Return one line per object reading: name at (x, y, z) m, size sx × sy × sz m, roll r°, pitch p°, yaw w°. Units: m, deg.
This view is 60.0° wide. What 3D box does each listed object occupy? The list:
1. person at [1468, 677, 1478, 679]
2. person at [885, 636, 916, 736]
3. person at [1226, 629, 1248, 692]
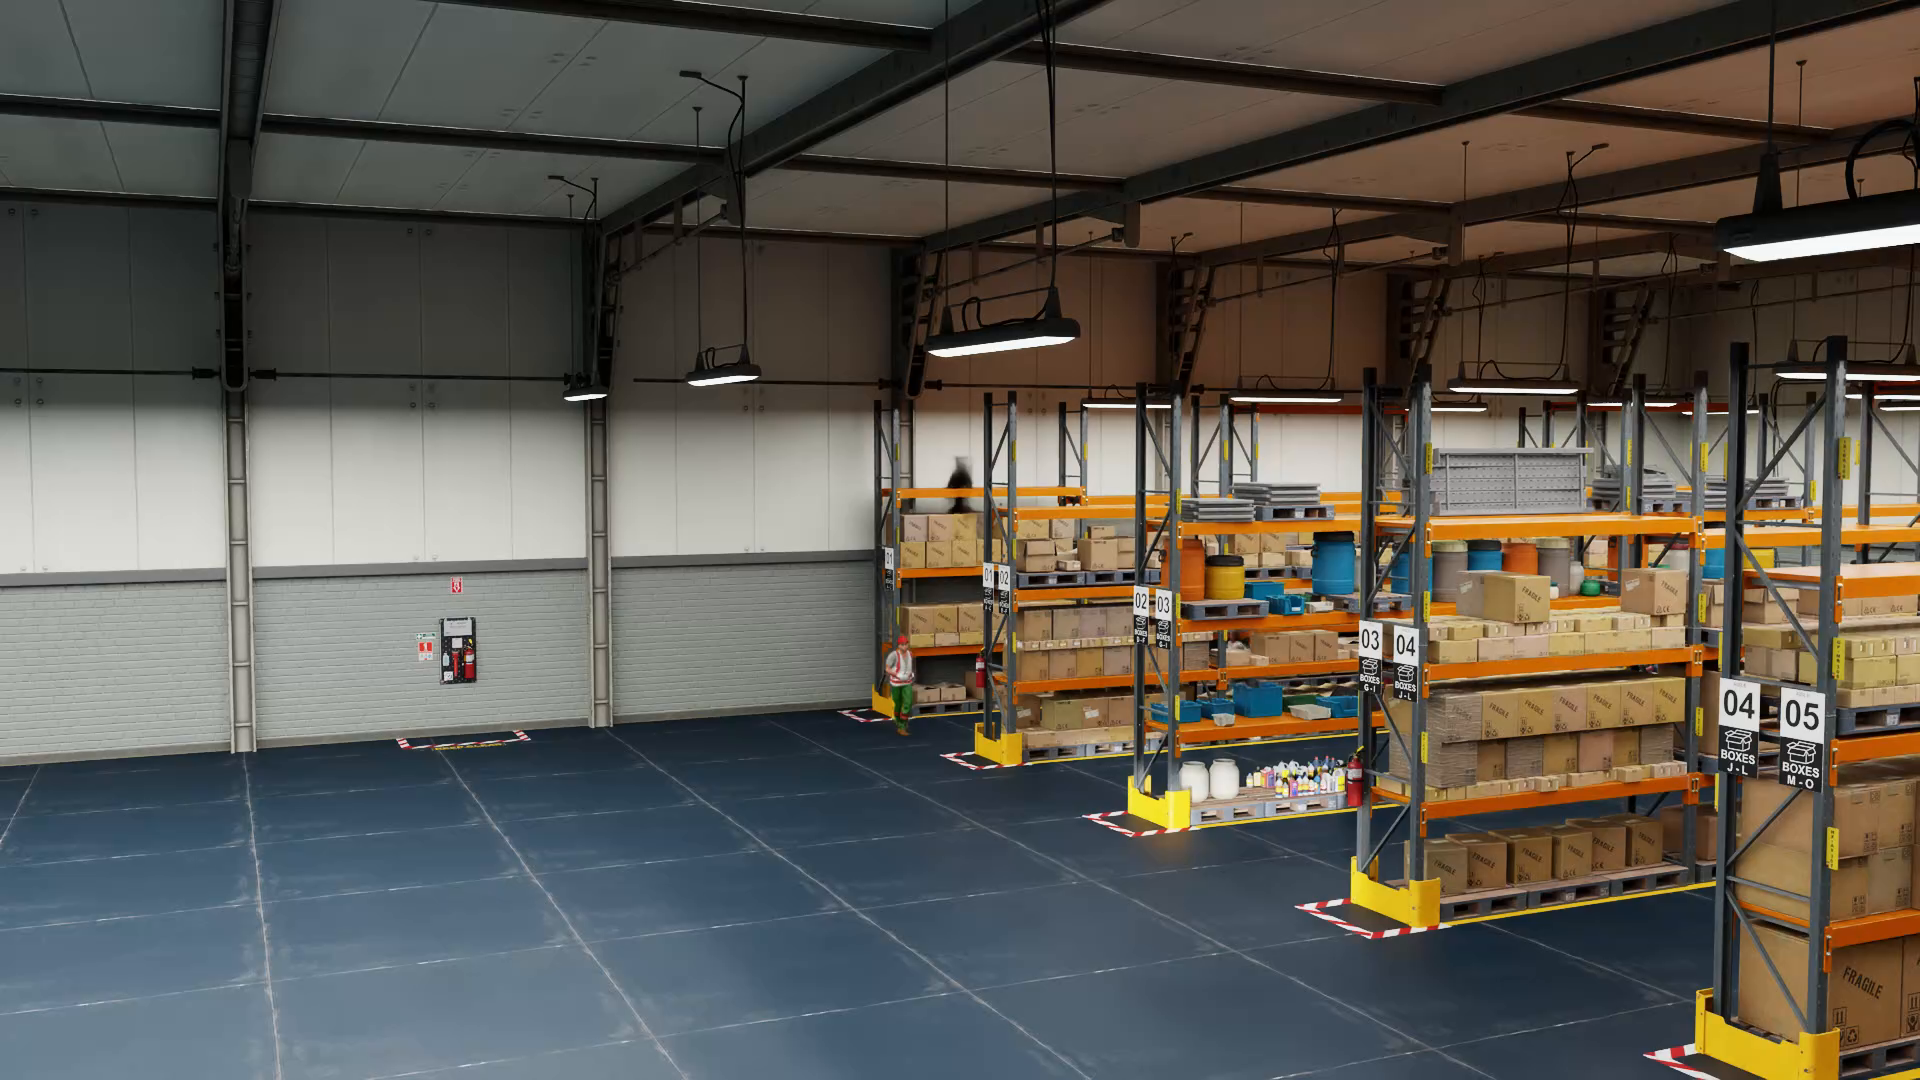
person at (8.506, 2.627, 28.220) m, size 0.699 × 1.782 × 0.634 m, roll -3°, pitch 4°, yaw -38°
person at (-1.083, 2.553, 29.479) m, size 0.611 × 1.750 × 0.895 m, roll -1°, pitch 4°, yaw -20°
person at (5.337, 2.510, 32.201) m, size 0.770 × 1.588 × 0.548 m, roll -2°, pitch 4°, yaw -32°
